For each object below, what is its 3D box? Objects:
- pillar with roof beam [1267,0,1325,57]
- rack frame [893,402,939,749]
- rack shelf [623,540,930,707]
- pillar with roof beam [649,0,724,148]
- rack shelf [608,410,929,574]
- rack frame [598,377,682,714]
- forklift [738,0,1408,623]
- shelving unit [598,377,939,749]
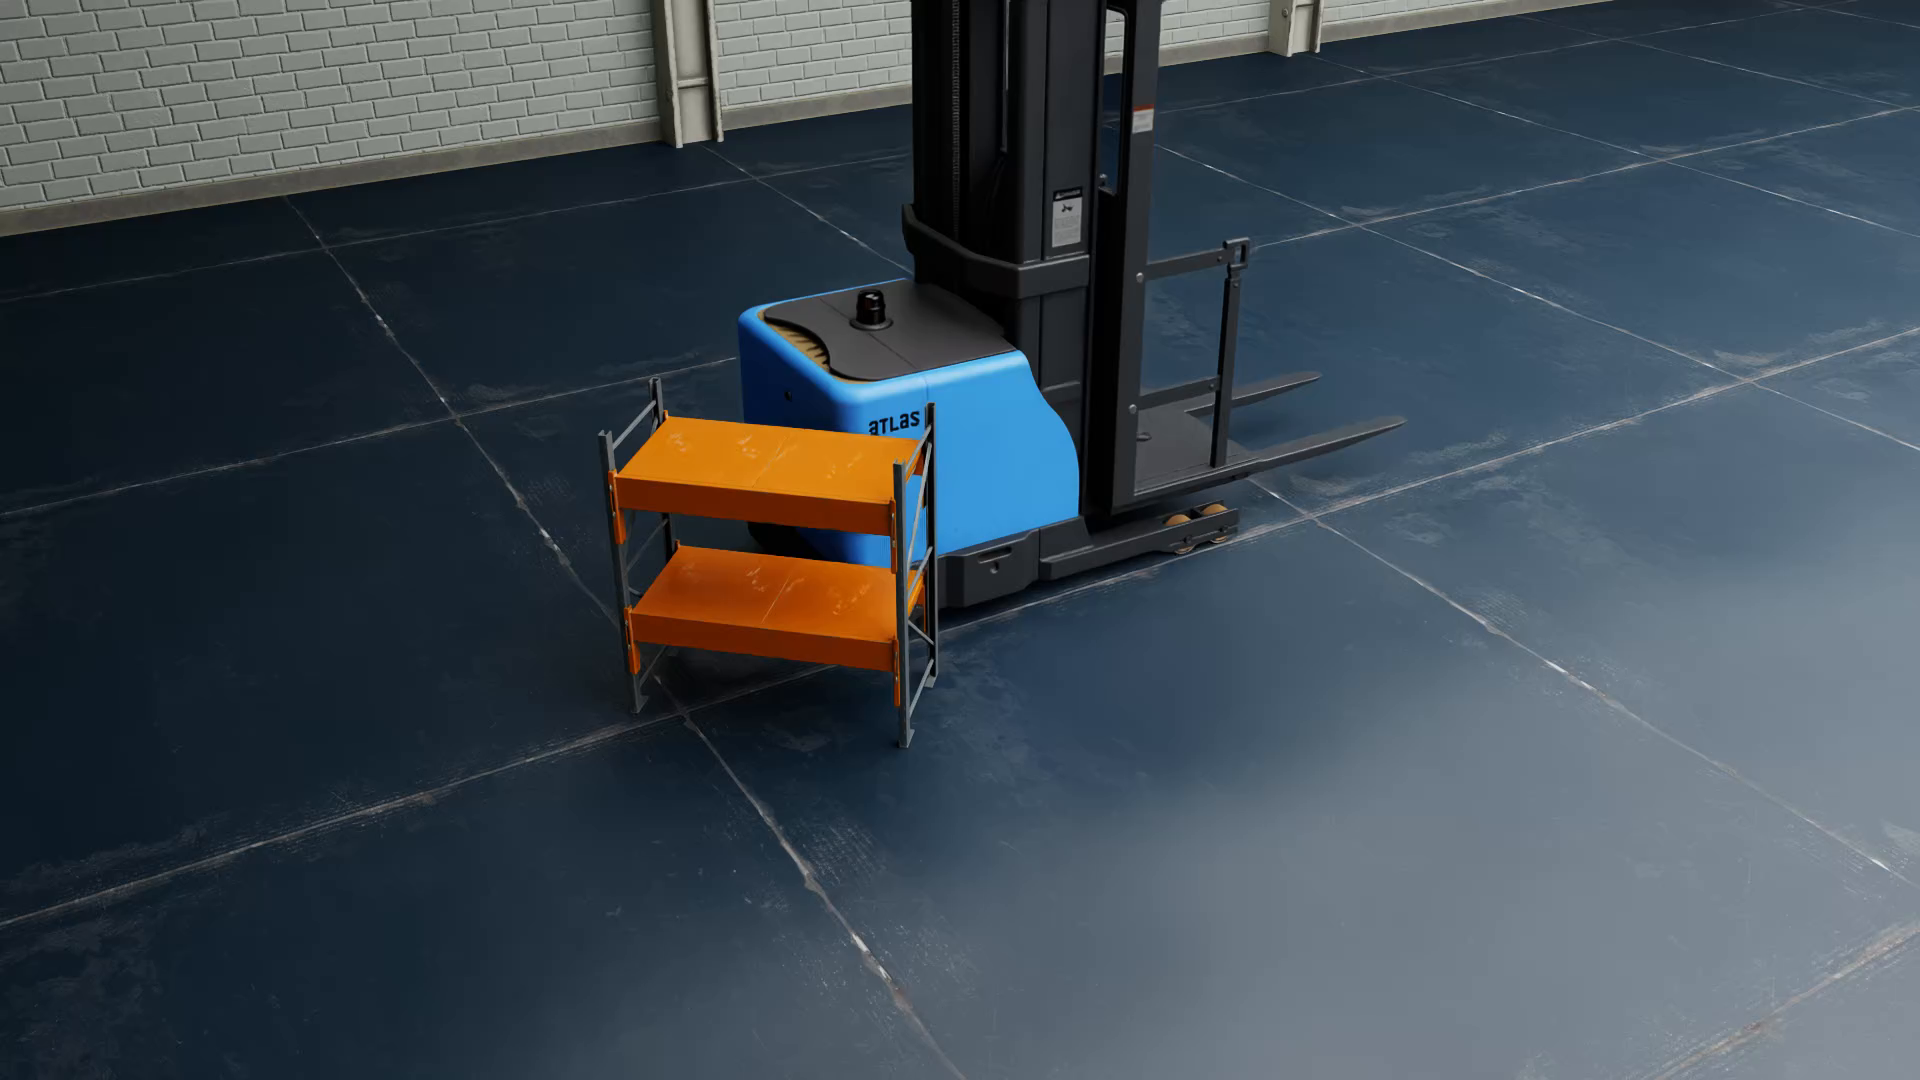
[{"bbox_3d":[5.286,-6.710,10.095,0.400,9.000,9.100,-16,33,-26],"label":"pillar with roof beam"},{"bbox_3d":[-0.150,0.129,5.852,0.032,1.125,0.500,6,29,11],"label":"rack frame"},{"bbox_3d":[-0.647,0.292,6.063,1.000,0.278,0.538,6,29,11],"label":"rack shelf"},{"bbox_3d":[0.113,-5.241,7.434,0.400,9.000,9.100,-16,33,-26],"label":"pillar with roof beam"},{"bbox_3d":[-0.647,-0.179,5.804,1.000,0.278,0.538,6,29,11],"label":"rack shelf"},{"bbox_3d":[-1.144,0.026,6.039,0.032,1.125,0.500,6,29,11],"label":"rack frame"},{"bbox_3d":[0.624,-1.429,6.807,3.031,2.935,1.130,-15,32,-26],"label":"forklift"},{"bbox_3d":[-0.647,0.078,5.945,1.048,1.125,0.538,6,29,11],"label":"shelving unit"}]
